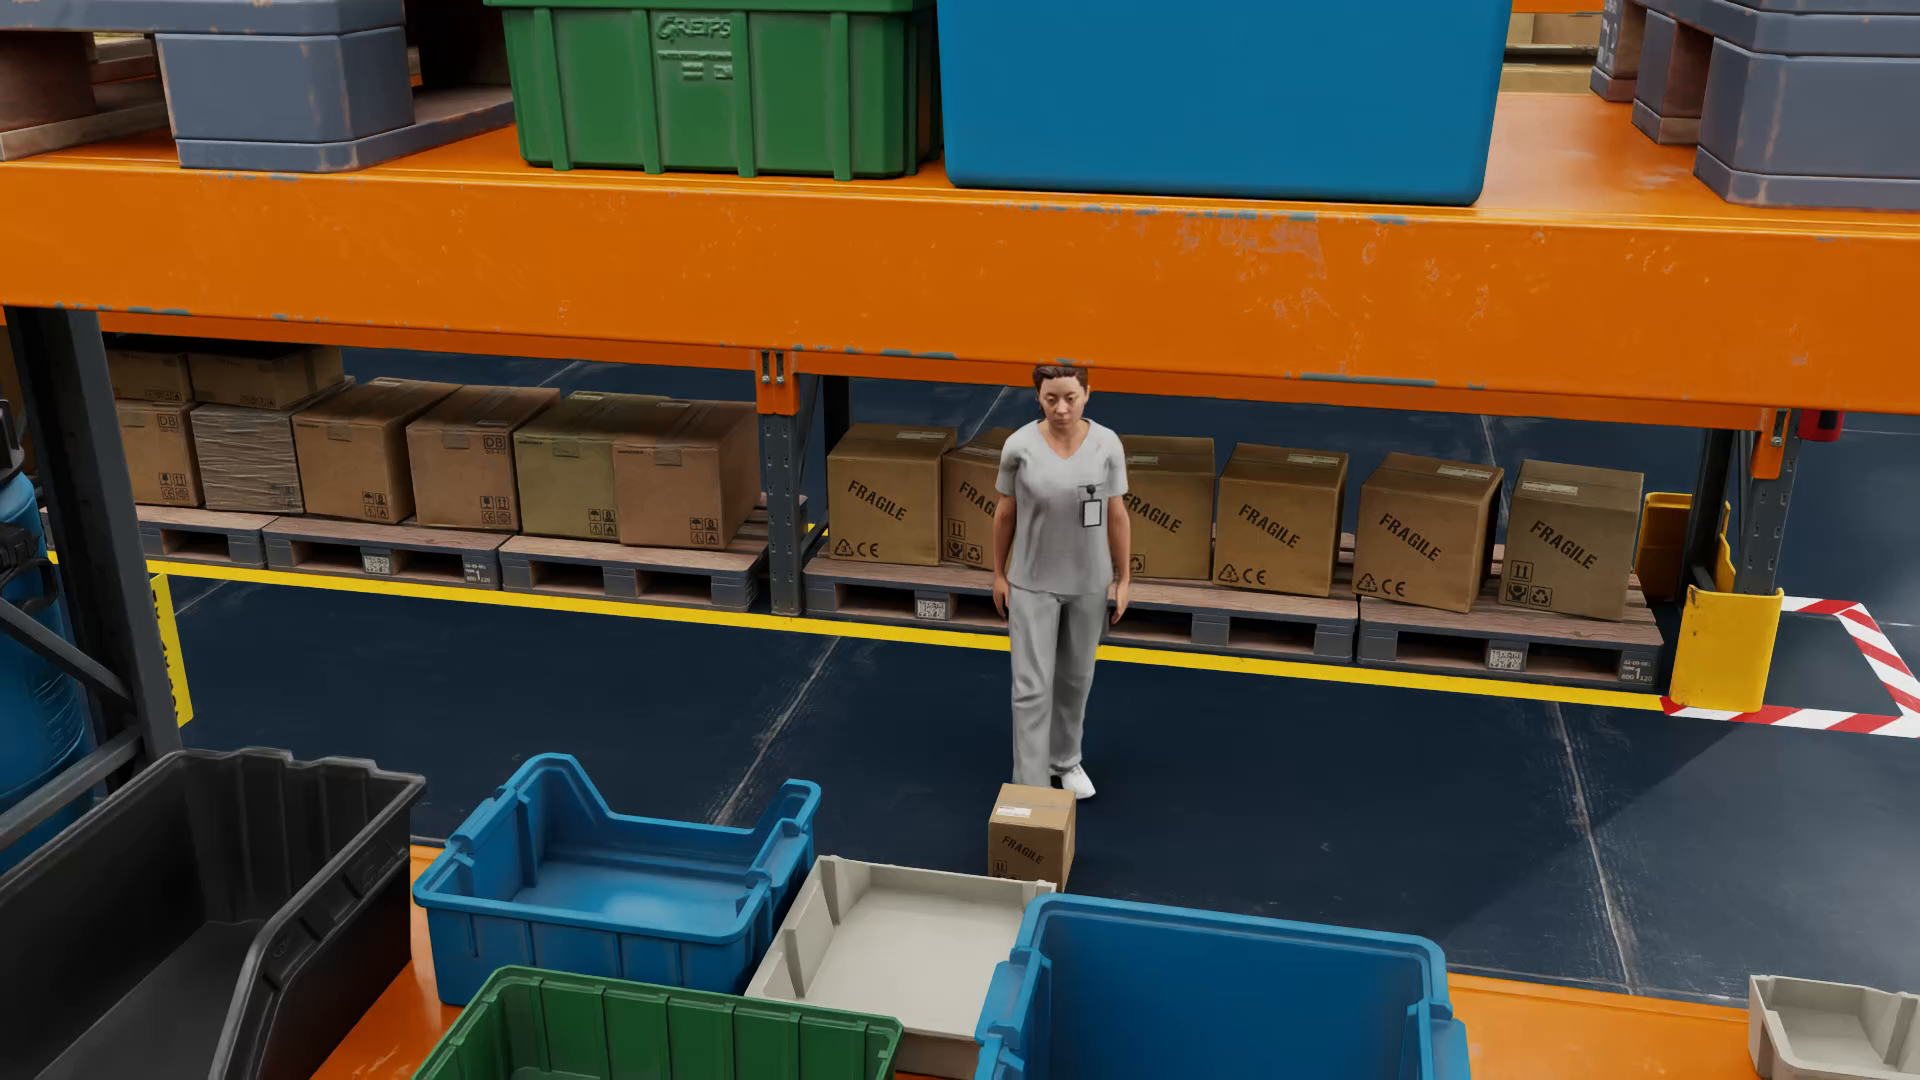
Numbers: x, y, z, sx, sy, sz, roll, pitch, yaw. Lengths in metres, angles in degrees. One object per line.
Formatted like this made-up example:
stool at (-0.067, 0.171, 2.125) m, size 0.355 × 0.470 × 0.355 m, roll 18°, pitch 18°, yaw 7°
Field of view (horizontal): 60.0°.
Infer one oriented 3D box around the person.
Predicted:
person at (0.364, 0.188, 5.597) m, size 0.457 × 1.666 × 0.674 m, roll -3°, pitch 22°, yaw -7°
